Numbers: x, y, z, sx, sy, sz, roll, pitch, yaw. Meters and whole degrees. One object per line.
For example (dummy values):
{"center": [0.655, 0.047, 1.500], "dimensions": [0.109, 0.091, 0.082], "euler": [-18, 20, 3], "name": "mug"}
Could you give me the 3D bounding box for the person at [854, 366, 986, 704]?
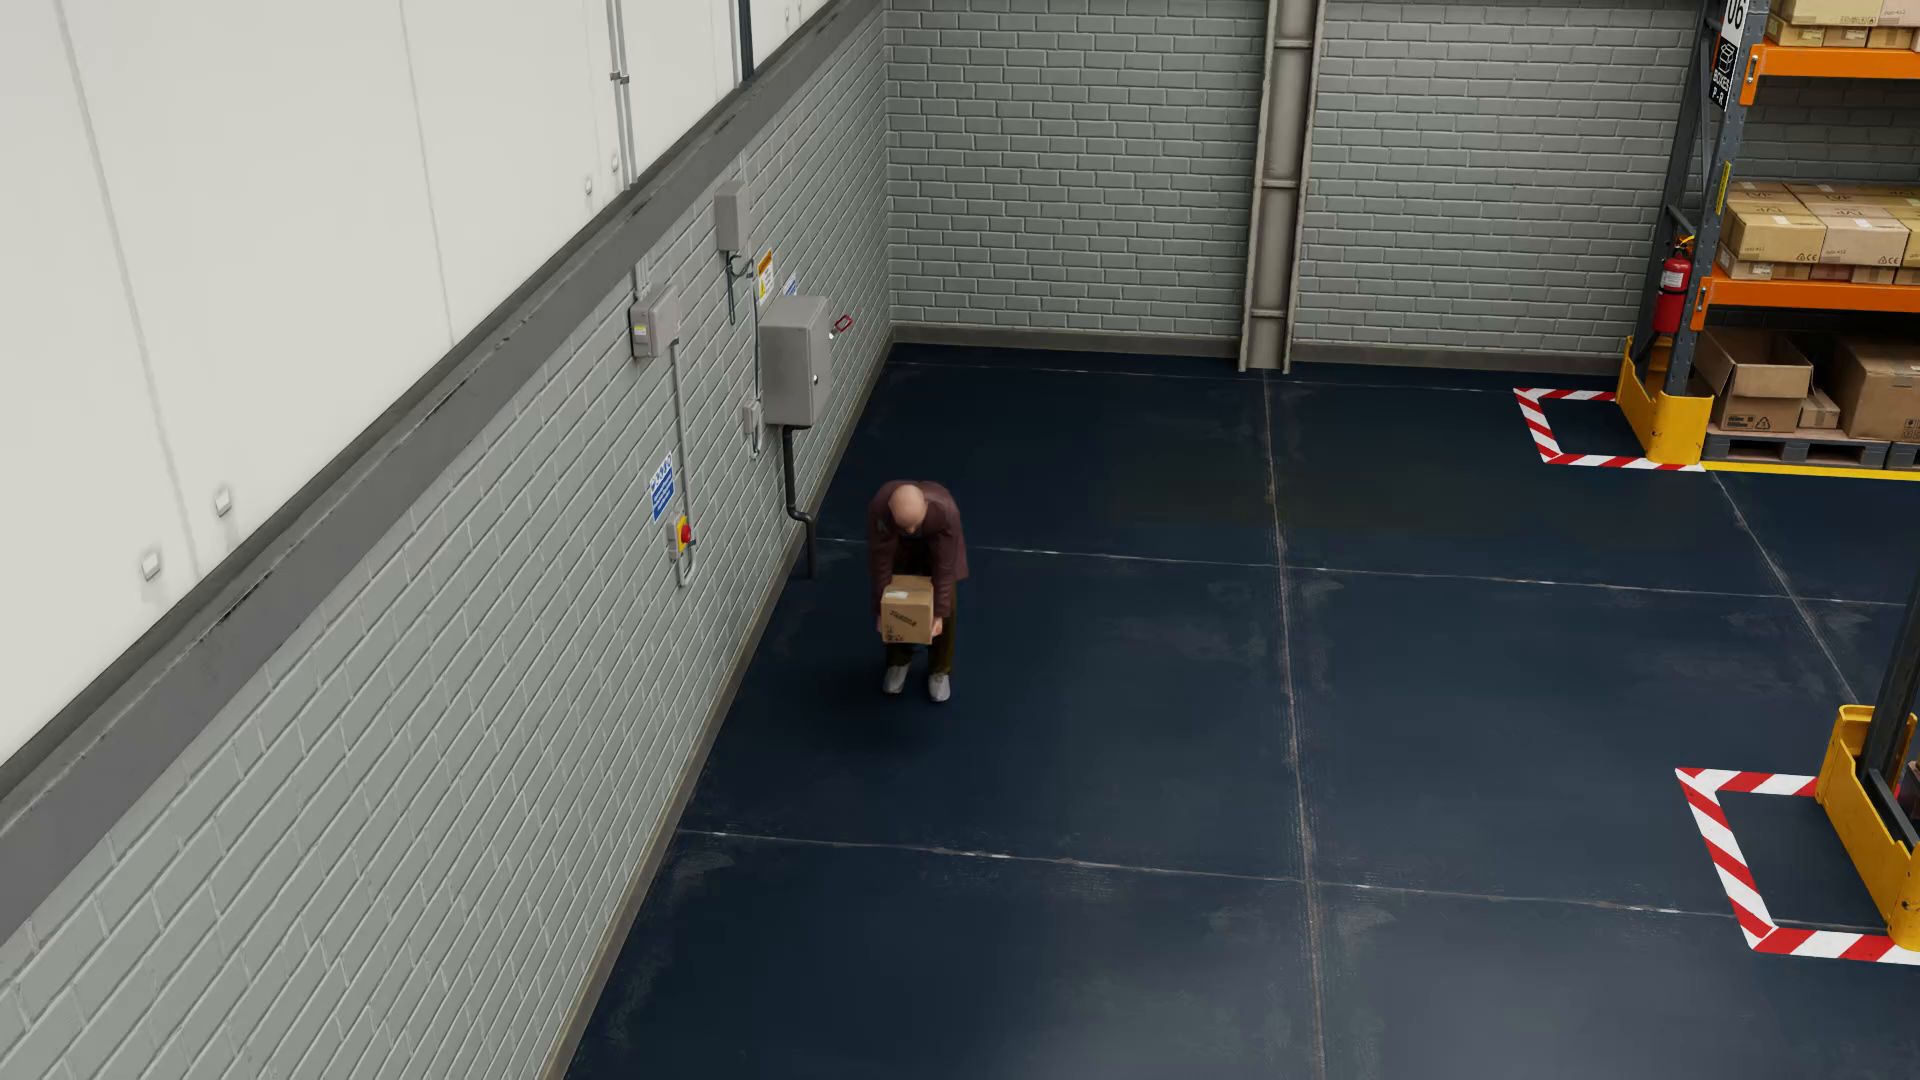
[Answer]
{"center": [-0.219, -0.009, 8.636], "dimensions": [0.694, 1.775, 0.582], "euler": [3, 28, 6], "name": "person"}
